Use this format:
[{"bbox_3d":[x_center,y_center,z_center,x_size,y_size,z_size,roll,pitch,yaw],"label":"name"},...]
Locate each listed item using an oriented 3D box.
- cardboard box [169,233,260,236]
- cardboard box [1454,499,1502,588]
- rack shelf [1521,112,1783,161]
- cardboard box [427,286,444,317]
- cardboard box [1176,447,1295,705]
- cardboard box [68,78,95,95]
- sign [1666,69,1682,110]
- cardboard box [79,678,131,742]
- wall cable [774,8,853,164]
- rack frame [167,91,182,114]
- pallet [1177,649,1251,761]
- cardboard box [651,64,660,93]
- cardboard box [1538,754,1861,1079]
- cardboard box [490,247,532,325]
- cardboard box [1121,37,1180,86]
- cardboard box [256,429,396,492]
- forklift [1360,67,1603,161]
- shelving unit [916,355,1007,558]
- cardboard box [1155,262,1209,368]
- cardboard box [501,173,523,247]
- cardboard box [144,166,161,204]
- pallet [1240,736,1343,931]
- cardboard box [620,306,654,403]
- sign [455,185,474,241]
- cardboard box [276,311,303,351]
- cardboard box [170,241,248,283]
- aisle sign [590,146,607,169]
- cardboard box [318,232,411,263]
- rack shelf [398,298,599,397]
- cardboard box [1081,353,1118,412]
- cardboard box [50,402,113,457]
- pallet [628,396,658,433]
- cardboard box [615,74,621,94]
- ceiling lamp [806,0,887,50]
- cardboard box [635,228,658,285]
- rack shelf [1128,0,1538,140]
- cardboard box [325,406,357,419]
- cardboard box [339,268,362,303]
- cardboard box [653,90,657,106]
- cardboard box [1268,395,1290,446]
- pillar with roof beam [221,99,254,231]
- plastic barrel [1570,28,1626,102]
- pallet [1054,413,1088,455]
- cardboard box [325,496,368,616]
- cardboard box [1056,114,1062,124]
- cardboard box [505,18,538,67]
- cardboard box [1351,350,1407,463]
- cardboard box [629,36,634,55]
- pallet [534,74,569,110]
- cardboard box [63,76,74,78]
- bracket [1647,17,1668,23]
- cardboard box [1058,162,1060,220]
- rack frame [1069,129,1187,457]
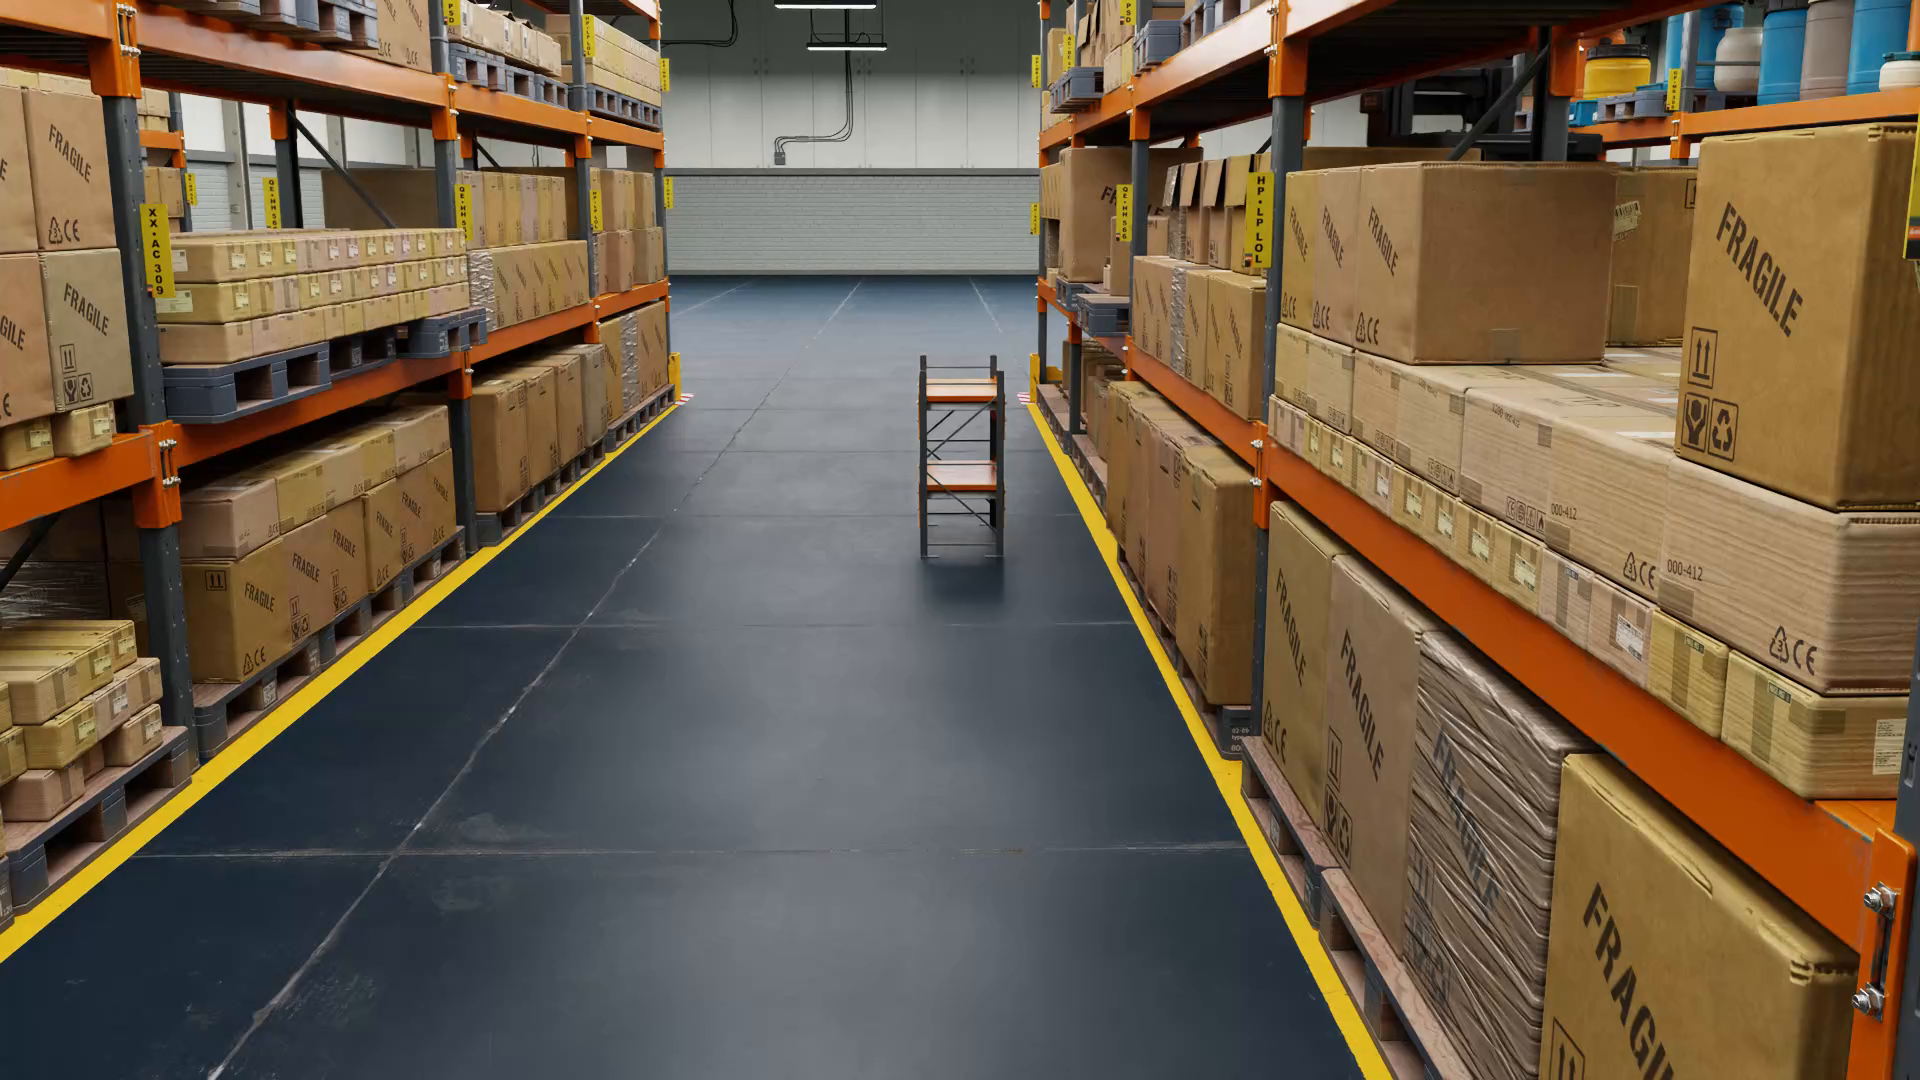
[{"bbox_3d":[-3.610,-1.406,8.022,0.380,0.149,0.250,0,11,1],"label":"cardboard box"},{"bbox_3d":[1.306,0.004,3.628,0.380,0.149,0.250,0,11,-1],"label":"cardboard box"},{"bbox_3d":[6.334,-3.716,15.597,1.077,0.370,4.000,0,11,-1],"label":"rack shelf"},{"bbox_3d":[-2.976,-1.271,8.857,0.380,0.149,0.250,0,11,0],"label":"cardboard box"},{"bbox_3d":[1.556,0.118,6.721,1.225,0.875,0.875,0,11,-1],"label":"cardboard box"},{"bbox_3d":[-8.250,-4.073,15.177,0.500,0.250,0.500,0,11,-1],"label":"cardboard box"},{"bbox_3d":[5.825,-3.675,13.564,0.100,0.325,0.005,0,11,-1],"label":"sign"},{"bbox_3d":[-3.030,0.571,5.569,0.380,0.149,0.250,-1,11,-4],"label":"cardboard box"},{"bbox_3d":[-4.283,-13.969,48.228,2.305,6.003,0.169,0,11,-1],"label":"wall cable"},{"bbox_3d":[-8.567,-5.875,16.886,1.000,3.000,0.127,0,11,-1],"label":"rack frame"},{"bbox_3d":[1.498,0.623,6.957,1.003,0.211,1.213,0,11,-1],"label":"pallet"},{"bbox_3d":[-3.331,-4.676,16.843,0.500,0.250,0.500,0,11,0],"label":"cardboard box"},{"bbox_3d":[1.578,0.913,2.801,0.875,0.875,0.875,0,11,-1],"label":"cardboard box"},{"bbox_3d":[-3.217,-1.726,11.270,0.500,0.500,0.500,0,11,-1],"label":"cardboard box"},{"bbox_3d":[1.251,-2.876,10.022,0.500,0.250,0.500,0,11,-1],"label":"cardboard box"},{"bbox_3d":[-3.162,-0.397,8.317,0.500,0.250,0.500,0,11,0],"label":"cardboard box"},{"bbox_3d":[3.174,-1.444,10.307,1.130,2.935,3.031,-3,12,-12],"label":"forklift"},{"bbox_3d":[0.000,-0.550,10.441,0.538,1.125,1.048,0,11,-1],"label":"shelving unit"},{"bbox_3d":[1.271,-1.132,8.345,0.500,0.500,0.500,0,11,-2],"label":"cardboard box"},{"bbox_3d":[-3.490,-2.318,11.672,0.700,0.500,0.500,0,11,-2],"label":"cardboard box"},{"bbox_3d":[-8.335,-3.419,16.351,0.700,0.500,0.500,0,11,-1],"label":"cardboard box"},{"bbox_3d":[1.526,0.928,5.455,1.003,0.211,1.213,0,11,-1],"label":"pallet"},{"bbox_3d":[-3.520,-1.831,16.326,0.875,0.875,0.875,0,11,-2],"label":"cardboard box"},{"bbox_3d":[-2.912,-1.918,9.756,0.100,0.325,0.005,0,11,-1],"label":"sign"},{"bbox_3d":[-2.933,-0.858,6.818,0.380,0.149,0.250,0,11,-1],"label":"cardboard box"},{"bbox_3d":[-2.920,-1.045,6.243,0.380,0.149,0.250,0,11,2],"label":"cardboard box"},{"bbox_3d":[-3.922,-4.262,17.486,0.394,0.787,0.004,0,11,-1],"label":"aisle sign"},{"bbox_3d":[-2.970,-1.461,8.295,0.380,0.149,0.250,0,11,-1],"label":"cardboard box"},{"bbox_3d":[-3.496,-1.430,11.874,1.077,0.370,4.000,0,11,-1],"label":"rack shelf"},{"bbox_3d":[1.344,-1.478,15.531,0.500,0.500,0.500,-1,12,-6],"label":"cardboard box"},{"bbox_3d":[-3.018,-0.360,5.423,0.380,0.149,0.250,-1,11,-3],"label":"cardboard box"},{"bbox_3d":[-3.503,-1.208,15.984,1.003,0.211,1.213,0,11,-1],"label":"pallet"},{"bbox_3d":[-3.228,-4.058,14.798,0.380,0.149,0.250,0,11,-2],"label":"cardboard box"},{"bbox_3d":[-2.819,-13.818,41.355,2.000,3.185,0.800,0,11,-1],"label":"ceiling lamp"},{"bbox_3d":[-3.534,-2.866,16.765,0.875,0.550,0.550,0,11,-1],"label":"cardboard box"},{"bbox_3d":[1.548,-2.105,7.658,1.077,0.370,4.000,0,11,-1],"label":"rack shelf"},{"bbox_3d":[-3.683,-0.595,9.294,0.500,0.250,0.500,-1,11,-4],"label":"cardboard box"},{"bbox_3d":[-2.953,-1.160,7.558,0.380,0.149,0.250,0,11,-2],"label":"cardboard box"},{"bbox_3d":[-3.270,-4.462,16.791,0.380,0.149,0.250,0,11,-1],"label":"cardboard box"},{"bbox_3d":[1.262,-0.407,5.653,0.380,0.149,0.250,0,11,-1],"label":"cardboard box"},{"bbox_3d":[-10.484,-9.308,33.805,9.100,9.000,0.548,0,11,-1],"label":"pillar with roof beam"},{"bbox_3d":[6.430,-4.786,16.927,0.600,0.830,0.708,0,11,-1],"label":"plastic barrel"},{"bbox_3d":[1.374,-0.947,14.698,1.003,0.211,1.213,0,11,-1],"label":"pallet"},{"bbox_3d":[-3.159,0.072,7.891,0.500,0.500,0.500,0,11,0],"label":"cardboard box"},{"bbox_3d":[1.137,-3.872,14.933,0.500,0.250,0.500,0,11,-2],"label":"cardboard box"},{"bbox_3d":[-3.281,-3.514,11.708,0.500,0.311,0.500,-1,11,-3],"label":"cardboard box"},{"bbox_3d":[1.358,-0.366,4.450,0.500,0.250,0.500,0,11,0],"label":"cardboard box"},{"bbox_3d":[-3.242,-4.599,15.459,0.380,0.149,0.250,0,11,-1],"label":"cardboard box"},{"bbox_3d":[-3.469,-3.375,12.586,0.805,0.209,1.217,-1,11,-3],"label":"pallet"},{"bbox_3d":[-8.279,-4.250,15.047,0.380,0.149,0.250,0,11,0],"label":"cardboard box"},{"bbox_3d":[16.288,-11.780,36.938,0.076,0.066,4.783,0,11,-1],"label":"bracket"},{"bbox_3d":[1.127,-3.053,14.550,0.500,0.500,0.500,0,11,-1],"label":"cardboard box"},{"bbox_3d":[1.424,-2.181,13.763,1.000,3.000,0.127,0,11,-1],"label":"rack frame"}]
